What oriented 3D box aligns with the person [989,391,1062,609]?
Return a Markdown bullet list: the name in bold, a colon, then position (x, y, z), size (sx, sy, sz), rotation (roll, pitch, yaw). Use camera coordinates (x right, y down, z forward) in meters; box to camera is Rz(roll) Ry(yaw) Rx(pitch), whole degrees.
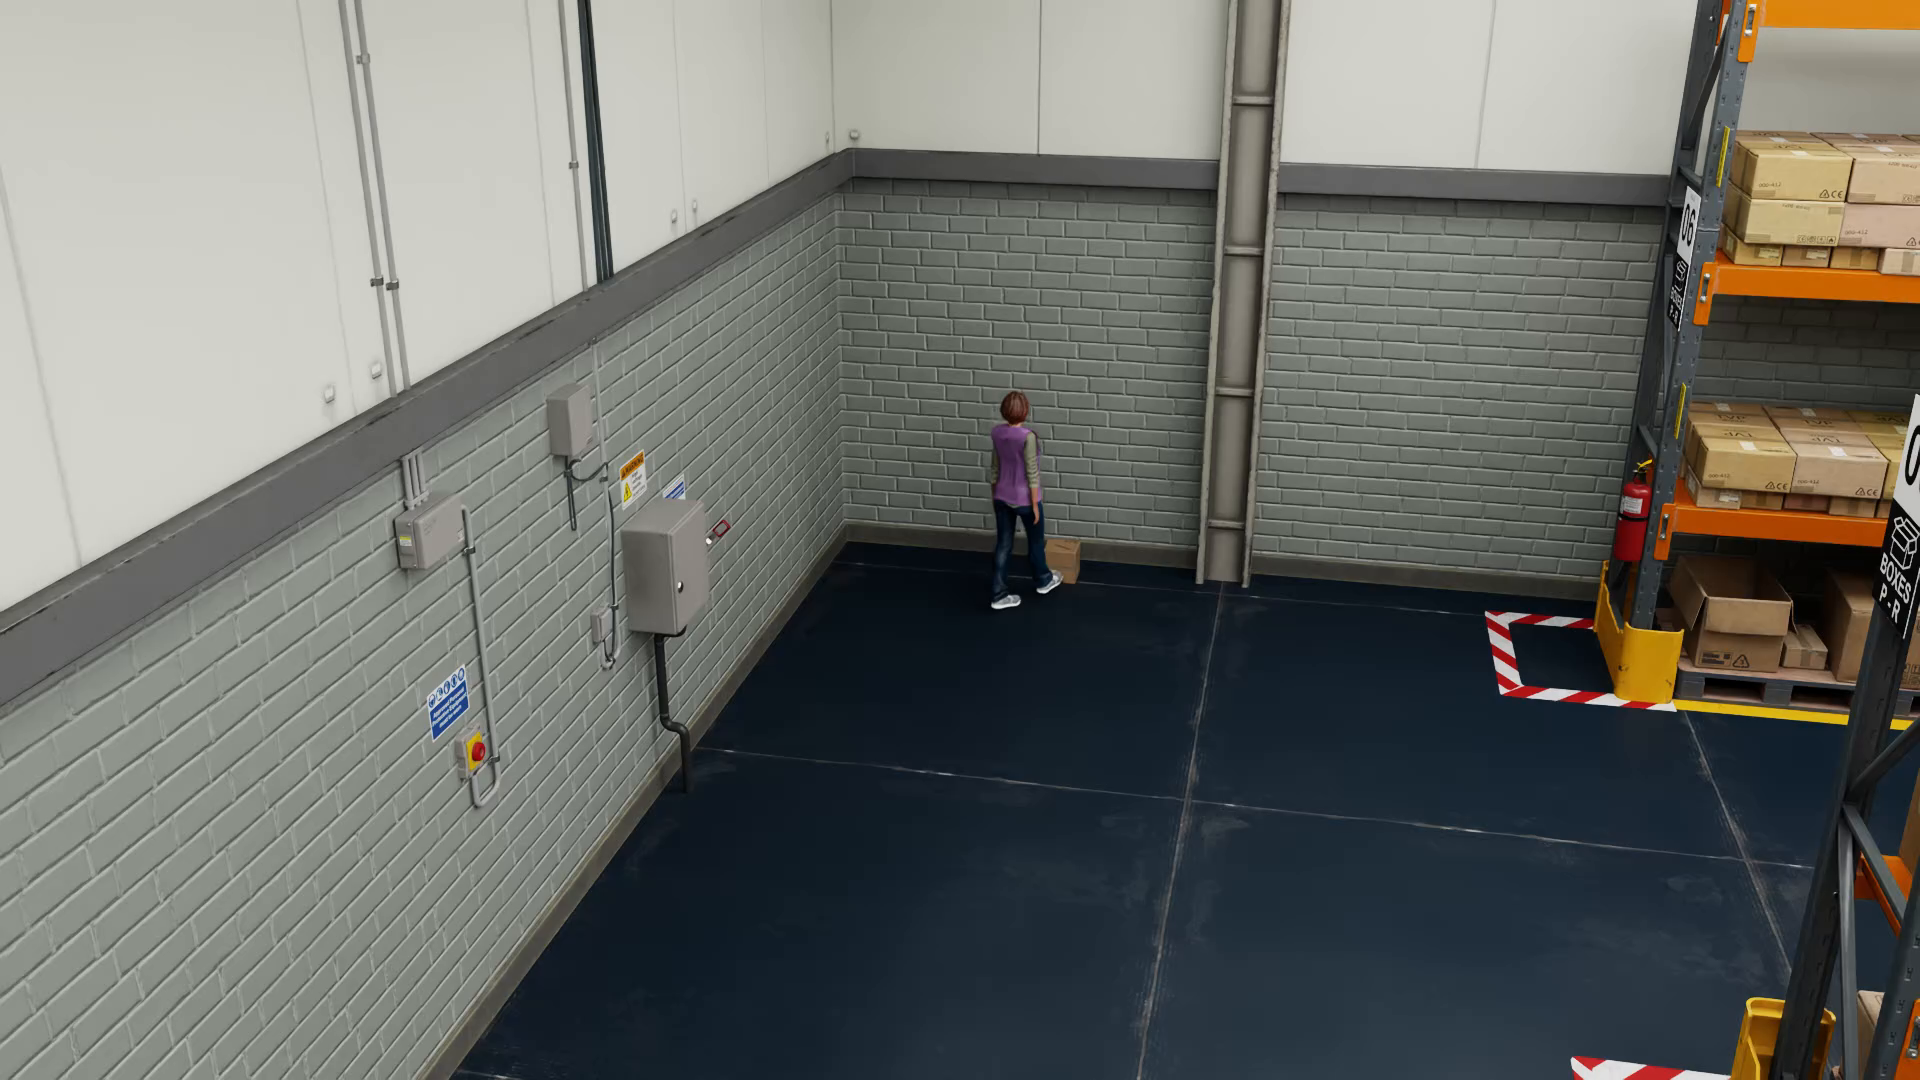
- **person**: position (0.459, -0.312, 11.873), size (0.438, 1.585, 0.724), rotation (16, 27, 34)
